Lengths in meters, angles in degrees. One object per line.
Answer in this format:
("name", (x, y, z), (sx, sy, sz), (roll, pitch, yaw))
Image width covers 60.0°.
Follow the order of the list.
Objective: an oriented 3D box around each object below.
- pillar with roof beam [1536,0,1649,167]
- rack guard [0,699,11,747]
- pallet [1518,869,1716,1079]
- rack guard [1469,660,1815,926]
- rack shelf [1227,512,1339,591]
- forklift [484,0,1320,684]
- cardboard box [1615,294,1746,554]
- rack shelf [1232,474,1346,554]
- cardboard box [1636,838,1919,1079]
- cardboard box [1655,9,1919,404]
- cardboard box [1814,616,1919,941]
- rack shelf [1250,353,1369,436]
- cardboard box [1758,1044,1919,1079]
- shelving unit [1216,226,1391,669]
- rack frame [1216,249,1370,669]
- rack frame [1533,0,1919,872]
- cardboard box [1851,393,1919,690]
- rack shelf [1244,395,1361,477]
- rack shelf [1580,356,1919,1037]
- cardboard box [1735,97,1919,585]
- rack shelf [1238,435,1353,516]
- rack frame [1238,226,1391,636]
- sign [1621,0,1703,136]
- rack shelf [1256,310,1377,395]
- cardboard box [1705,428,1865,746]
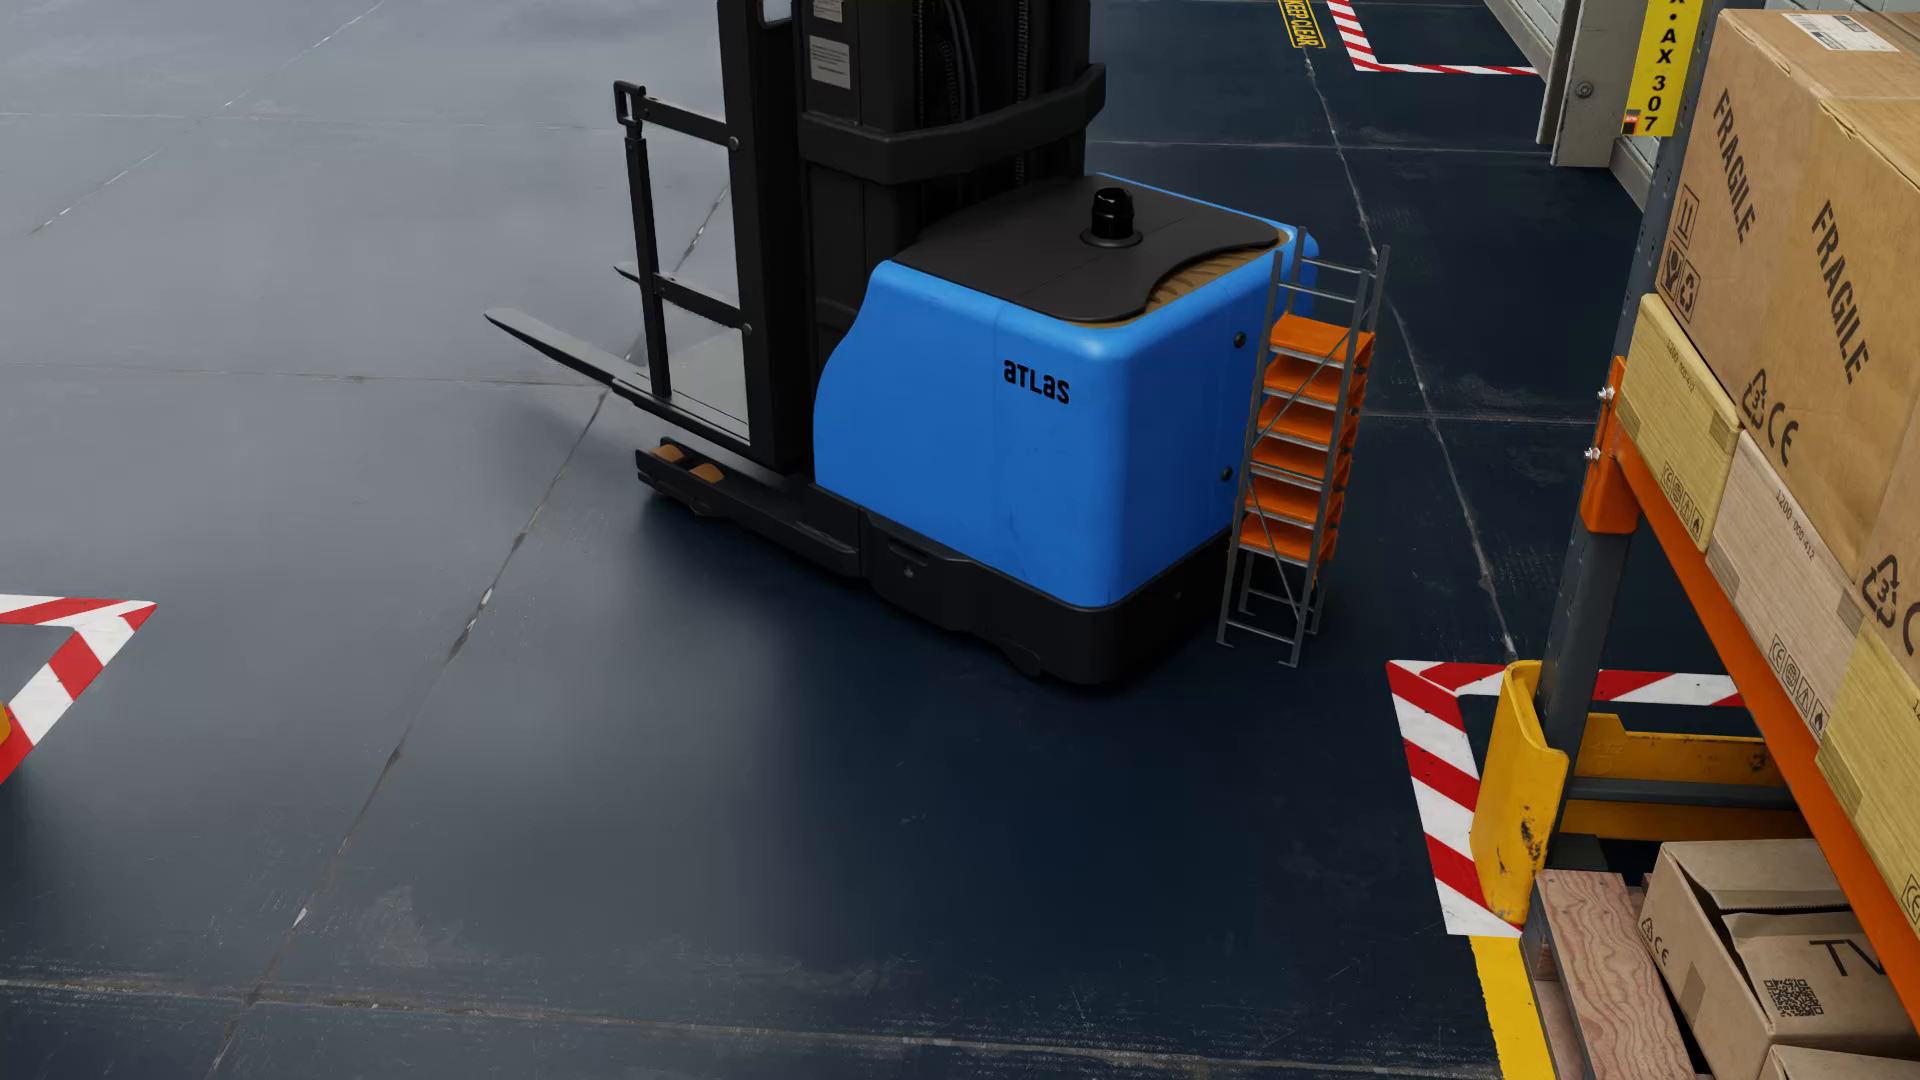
("pillar with roof beam", (-1.173, -5.973, 6.365), (9.100, 9.000, 0.400), (2, 32, 4))
("rack guard", (-3.112, 0.341, 4.220), (1.175, 0.500, 0.348), (2, 32, 4))
("pallet", (1.716, 1.149, 3.184), (1.003, 0.211, 1.213), (2, 32, 4))
("rack guard", (1.817, 0.603, 3.795), (1.175, 0.500, 0.348), (2, 32, 4))
("rack shelf", (0.893, 0.019, 4.606), (0.258, 0.103, 0.180), (18, 36, 22))
("forklift", (-0.426, -1.508, 4.903), (3.031, 2.935, 1.130), (25, 40, 35))
("cardboard box", (1.467, -0.204, 2.846), (0.500, 0.250, 0.500), (2, 32, 3))
("rack shelf", (0.898, -0.082, 4.541), (0.258, 0.103, 0.180), (18, 36, 22))
("cardboard box", (1.678, 0.814, 3.213), (0.500, 0.311, 0.500), (-1, 32, -2))
("cardboard box", (1.485, -0.528, 2.657), (0.500, 0.500, 0.500), (2, 32, 4))
("cardboard box", (1.392, 0.334, 1.972), (0.500, 0.250, 0.500), (2, 32, 3))
("rack shelf", (0.912, -0.385, 4.347), (0.258, 0.103, 0.180), (18, 36, 22))
("cardboard box", (1.631, 1.113, 2.729), (0.500, 0.311, 0.500), (5, 32, 8))
("shelving unit", (0.904, -0.220, 4.452), (0.258, 1.200, 0.189), (18, 36, 22))
("rack frame", (0.861, -0.178, 4.384), (0.240, 1.200, 0.006), (18, 36, 22))
("rack frame", (1.824, -0.501, 3.204), (1.000, 3.000, 0.127), (2, 32, 4))
("cardboard box", (1.387, 0.000, 1.800), (0.500, 0.500, 0.500), (1, 32, 2))
("rack shelf", (0.907, -0.284, 4.412), (0.258, 0.103, 0.180), (18, 36, 22))
("rack shelf", (1.661, 0.851, 1.695), (1.077, 0.370, 4.000), (2, 32, 4))
("cardboard box", (1.435, -0.270, 2.238), (0.500, 0.500, 0.500), (3, 32, 4))
("rack shelf", (0.902, -0.183, 4.476), (0.258, 0.103, 0.180), (18, 36, 22))
("rack frame", (0.947, -0.262, 4.521), (0.240, 1.200, 0.006), (18, 36, 22))
("sign", (1.283, -0.892, 3.014), (0.100, 0.325, 0.005), (2, 32, 4))
("rack shelf", (0.916, -0.486, 4.282), (0.258, 0.103, 0.180), (18, 36, 22))
("cardboard box", (1.439, 0.068, 2.404), (0.500, 0.250, 0.500), (2, 32, 2))
